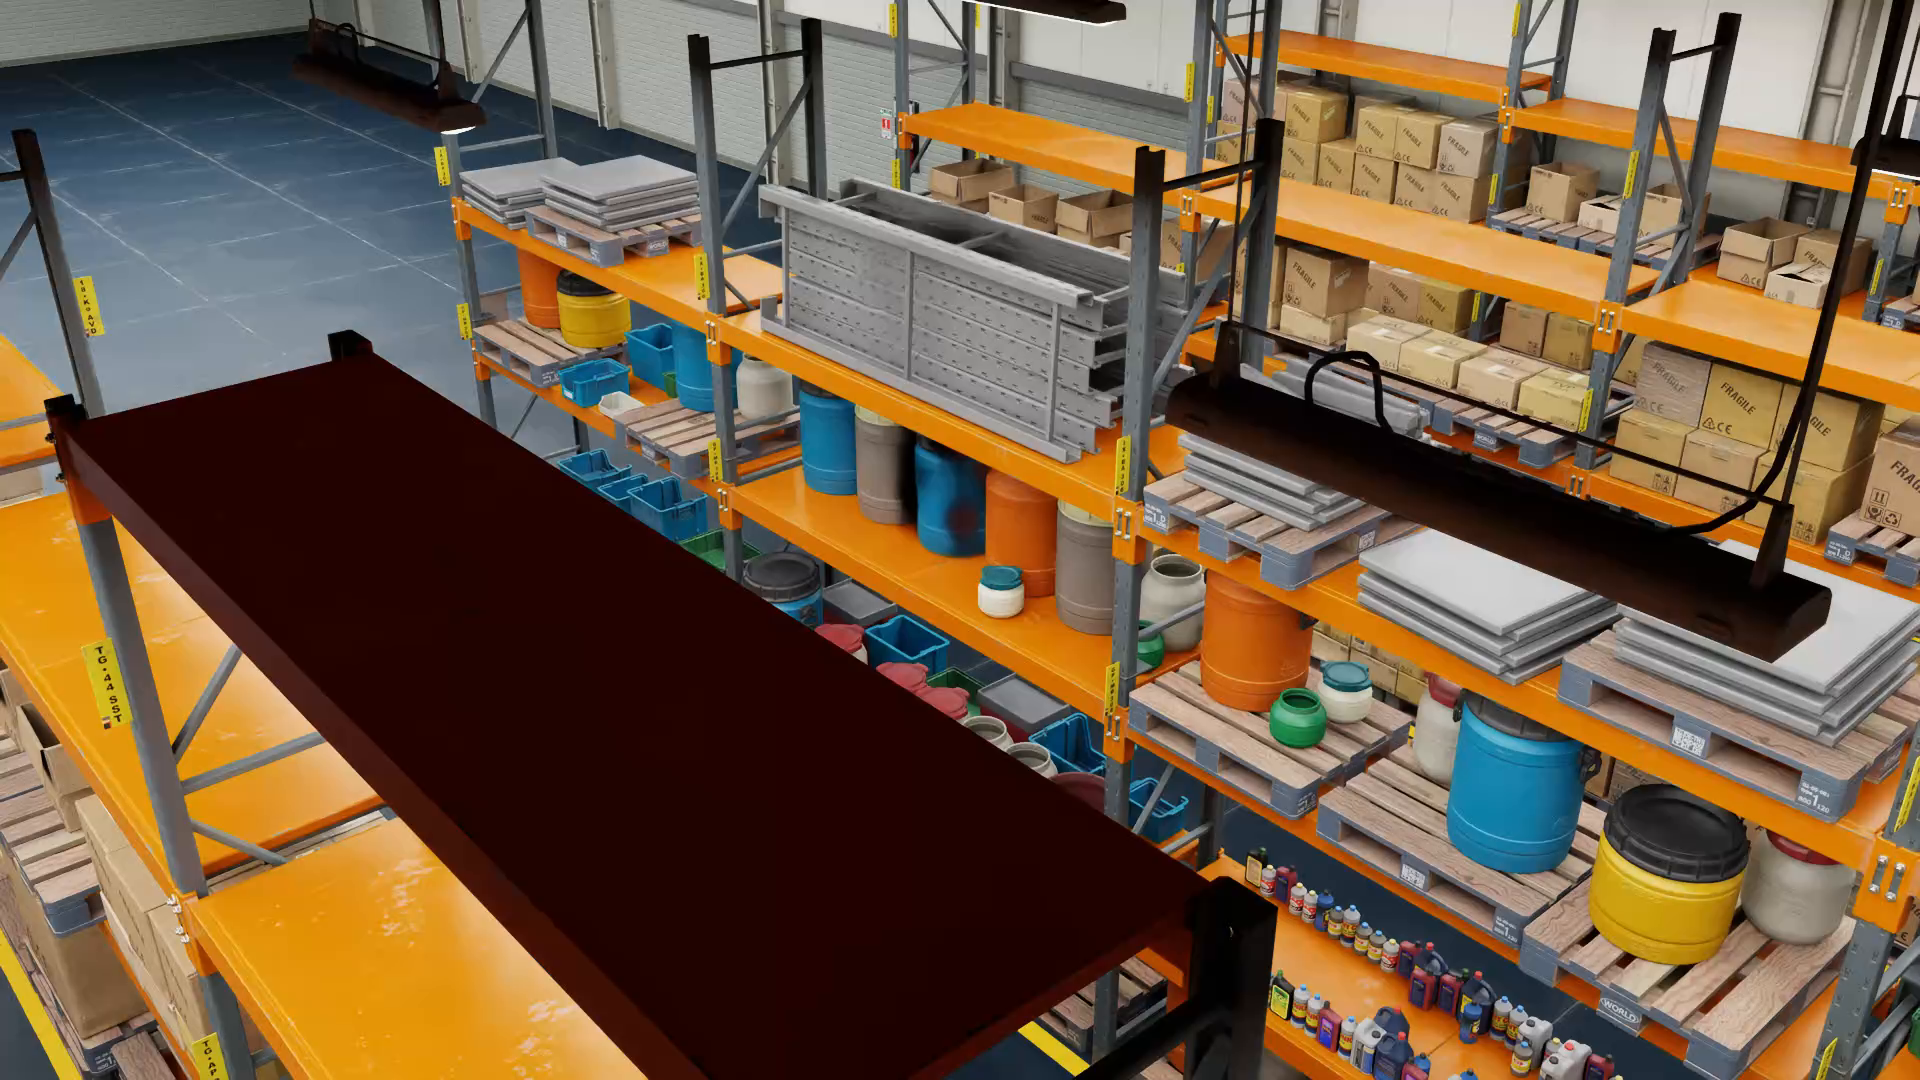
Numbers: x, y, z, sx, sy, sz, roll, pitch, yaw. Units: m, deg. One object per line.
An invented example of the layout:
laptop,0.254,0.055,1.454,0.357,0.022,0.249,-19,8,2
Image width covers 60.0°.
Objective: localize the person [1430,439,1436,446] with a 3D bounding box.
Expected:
person,4.787,-1.000,17.734,0.815,1.708,0.700,-2,27,-3
